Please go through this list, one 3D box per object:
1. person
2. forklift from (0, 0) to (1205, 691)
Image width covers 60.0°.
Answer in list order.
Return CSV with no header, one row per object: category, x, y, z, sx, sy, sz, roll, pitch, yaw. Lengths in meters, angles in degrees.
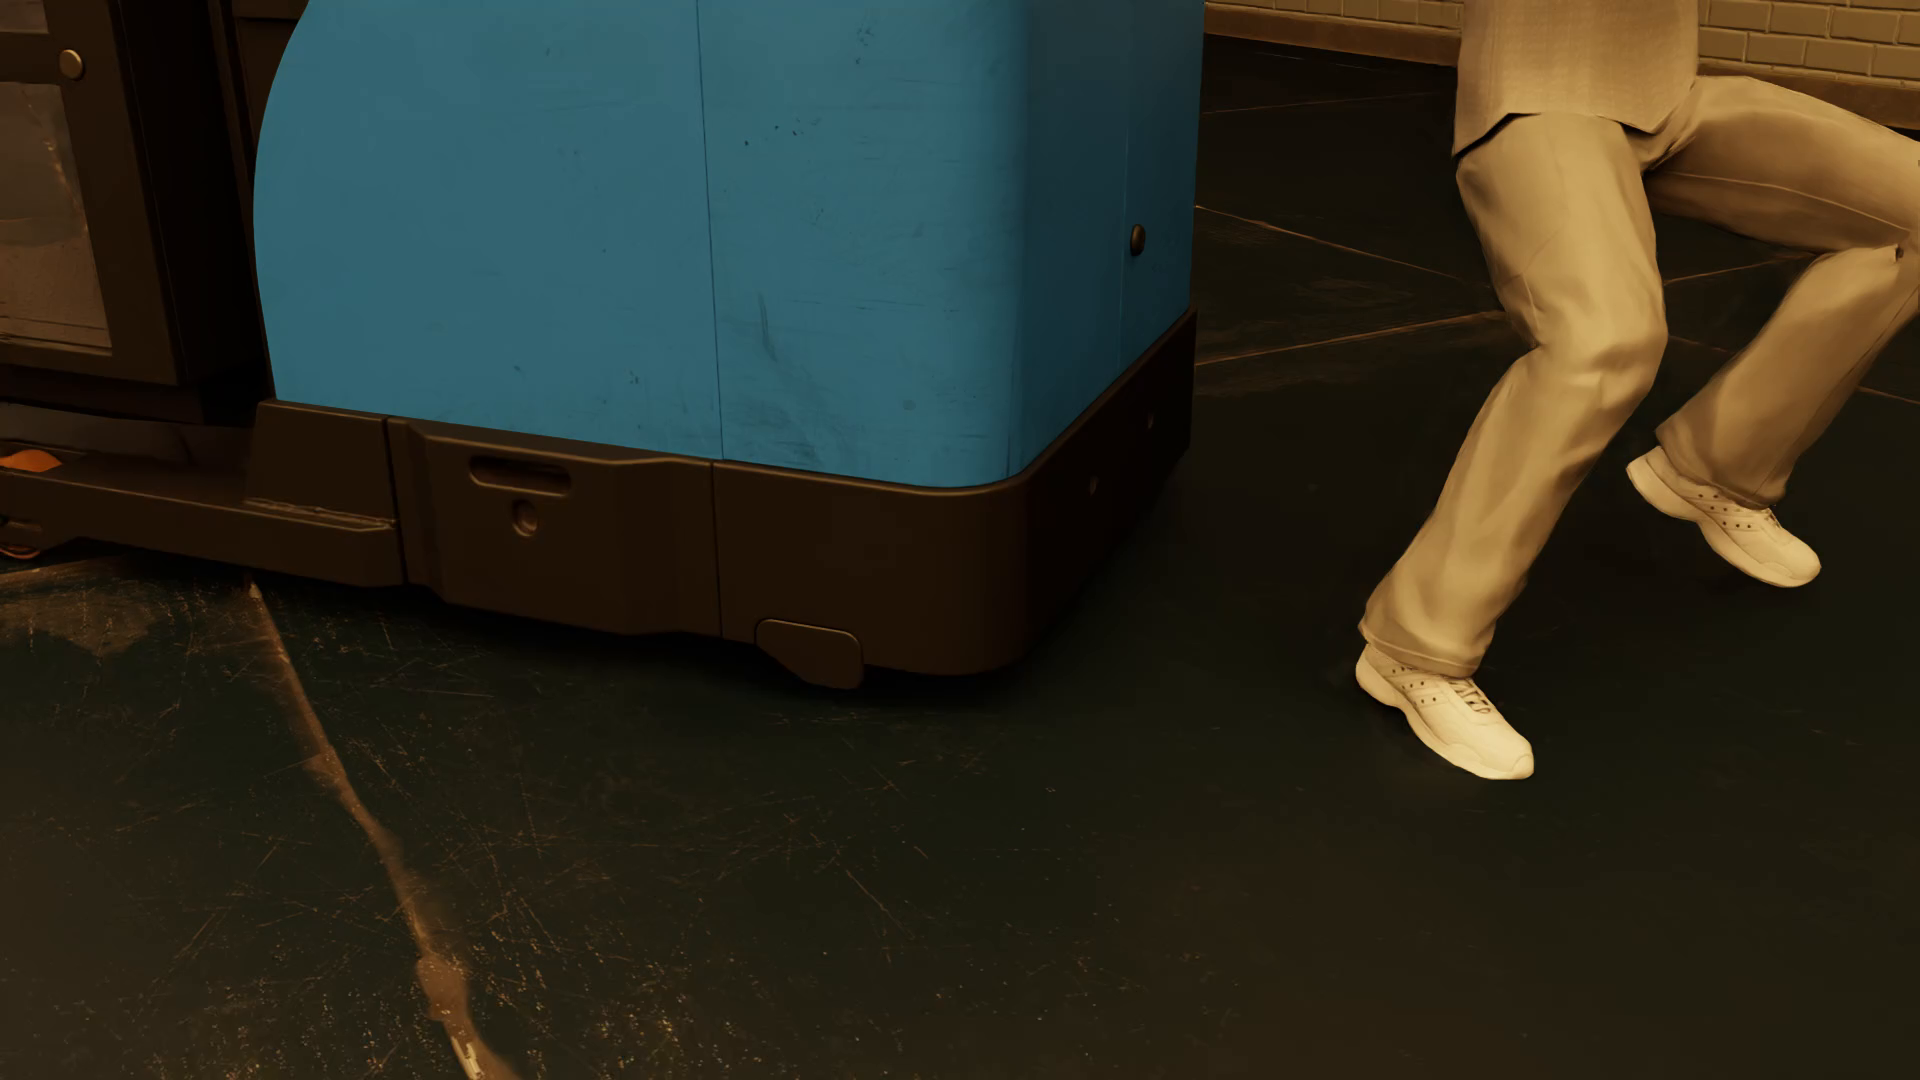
person,0.894,-0.530,2.043,0.884,1.454,0.690,-12,25,-27
forklift,-1.177,-1.502,2.435,3.031,2.935,1.130,8,24,19
